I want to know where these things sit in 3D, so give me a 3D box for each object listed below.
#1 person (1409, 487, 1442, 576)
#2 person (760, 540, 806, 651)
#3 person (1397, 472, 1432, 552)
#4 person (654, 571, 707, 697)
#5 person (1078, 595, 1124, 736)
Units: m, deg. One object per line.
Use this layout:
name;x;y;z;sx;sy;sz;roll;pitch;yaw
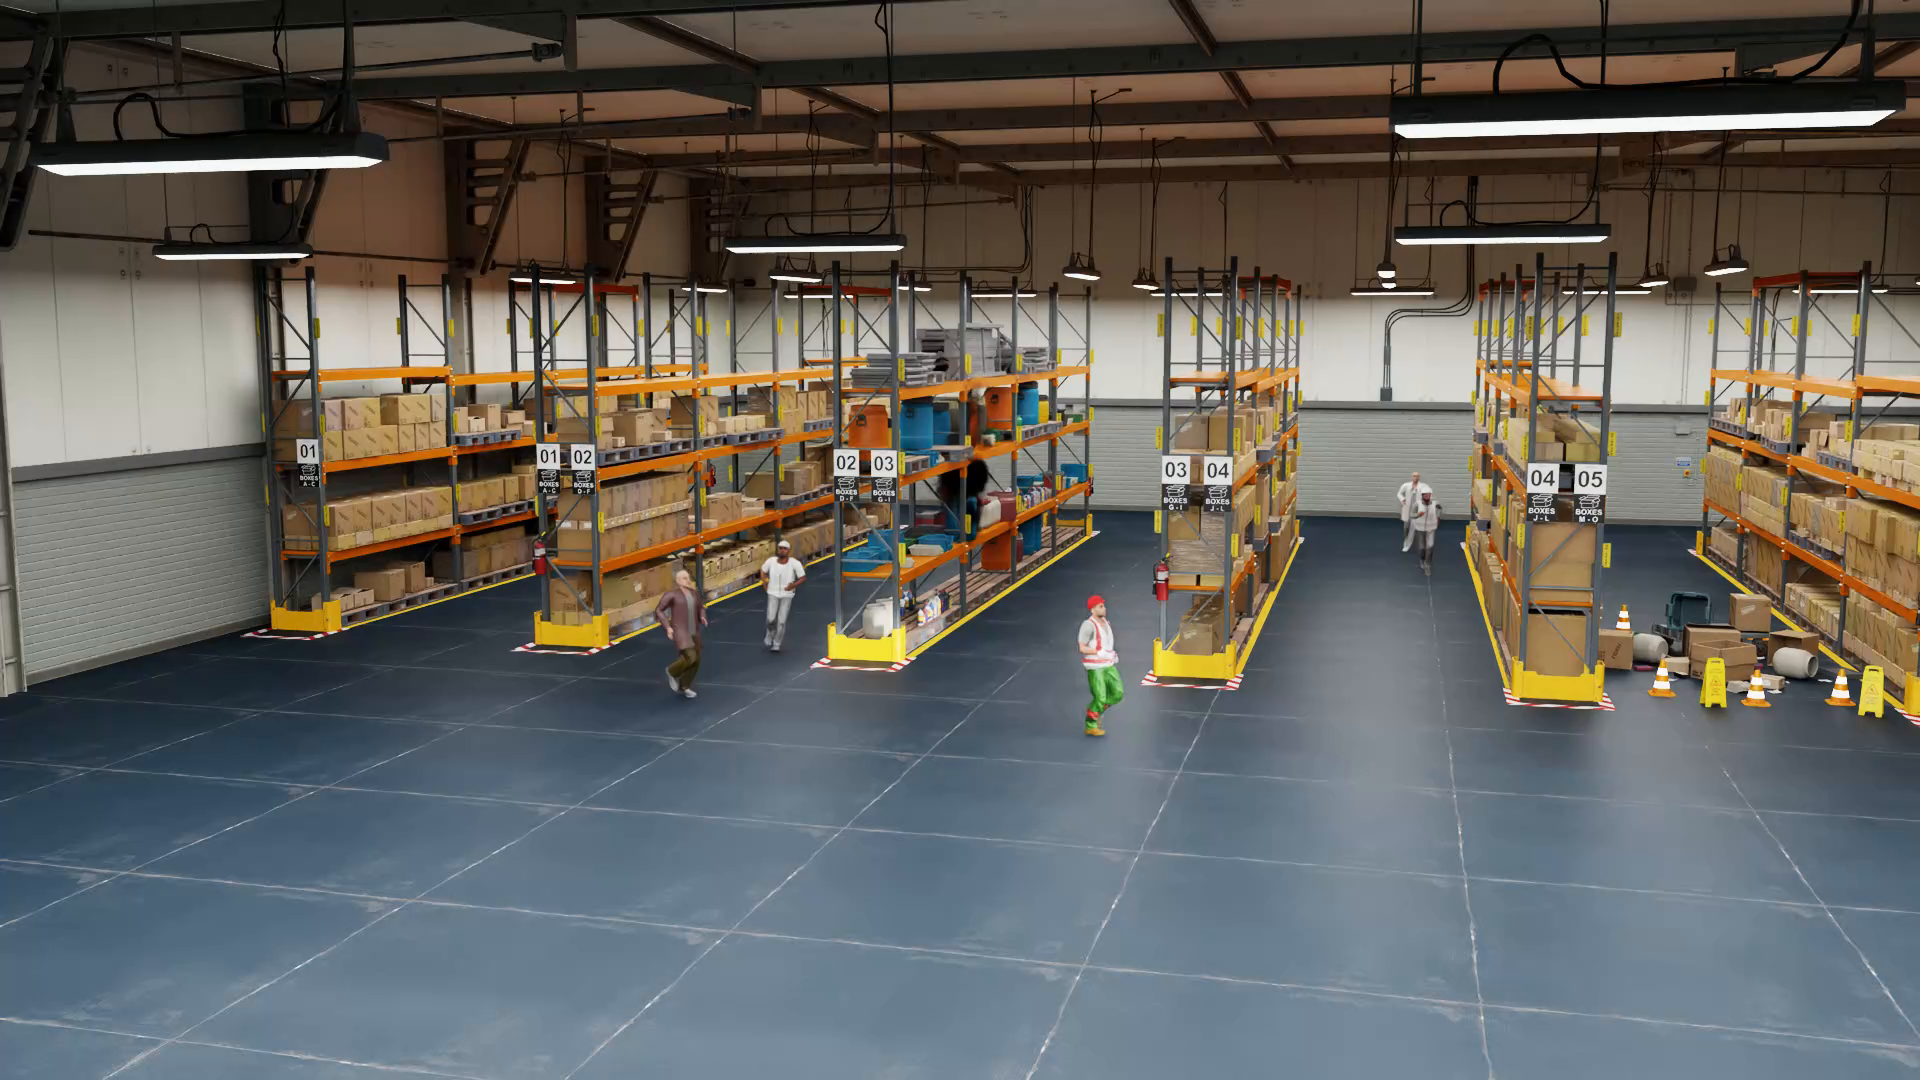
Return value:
person;9.548;-0.184;34.126;0.647;1.842;0.874;2;8;15
person;-2.765;0.873;25.900;0.733;1.739;0.521;0;7;-1
person;10.253;-0.656;37.585;0.749;1.775;1.061;3;8;23
person;-3.717;1.283;22.643;0.625;1.736;0.716;6;10;41
person;1.759;1.547;20.399;0.580;1.741;0.644;7;10;42
